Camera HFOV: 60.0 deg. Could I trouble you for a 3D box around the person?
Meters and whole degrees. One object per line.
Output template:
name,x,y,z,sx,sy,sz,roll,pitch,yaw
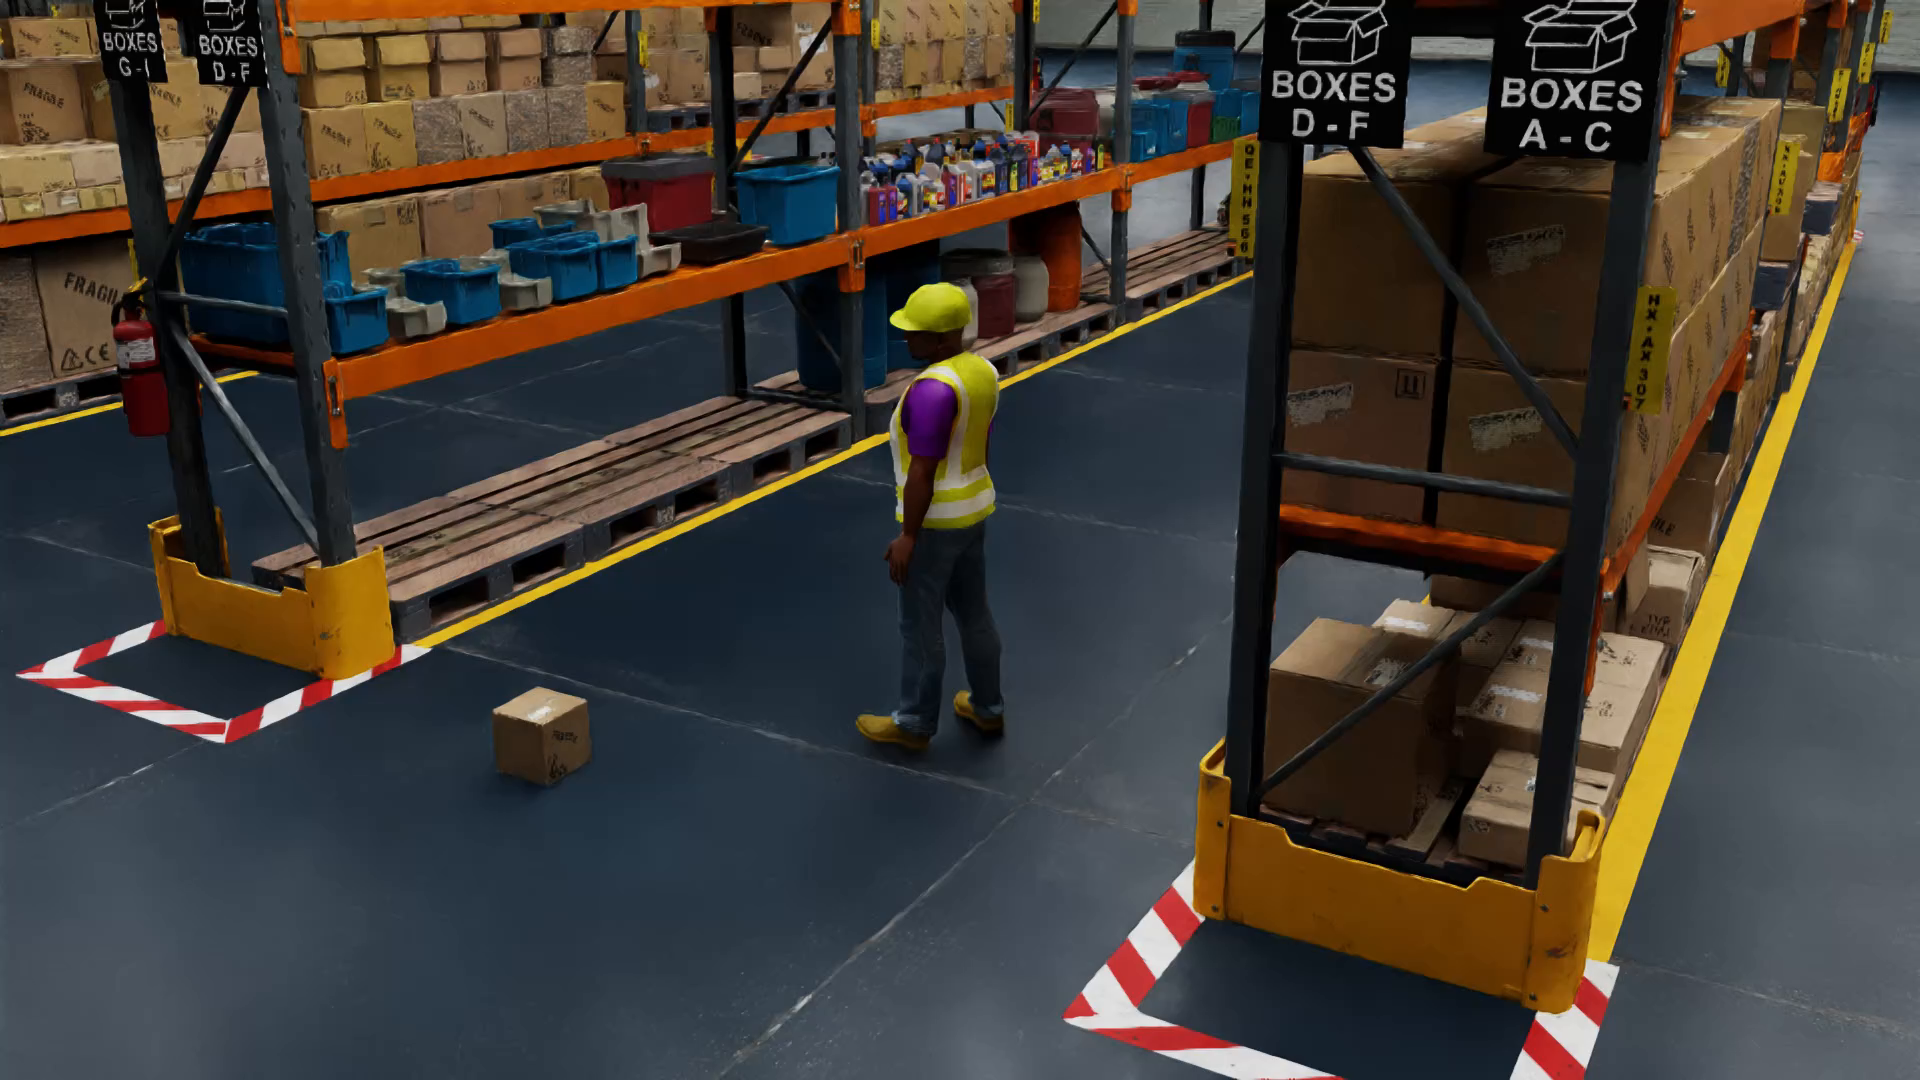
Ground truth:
person,2.102,-2.356,12.692,2.345,1.759,15.002,9,21,24
